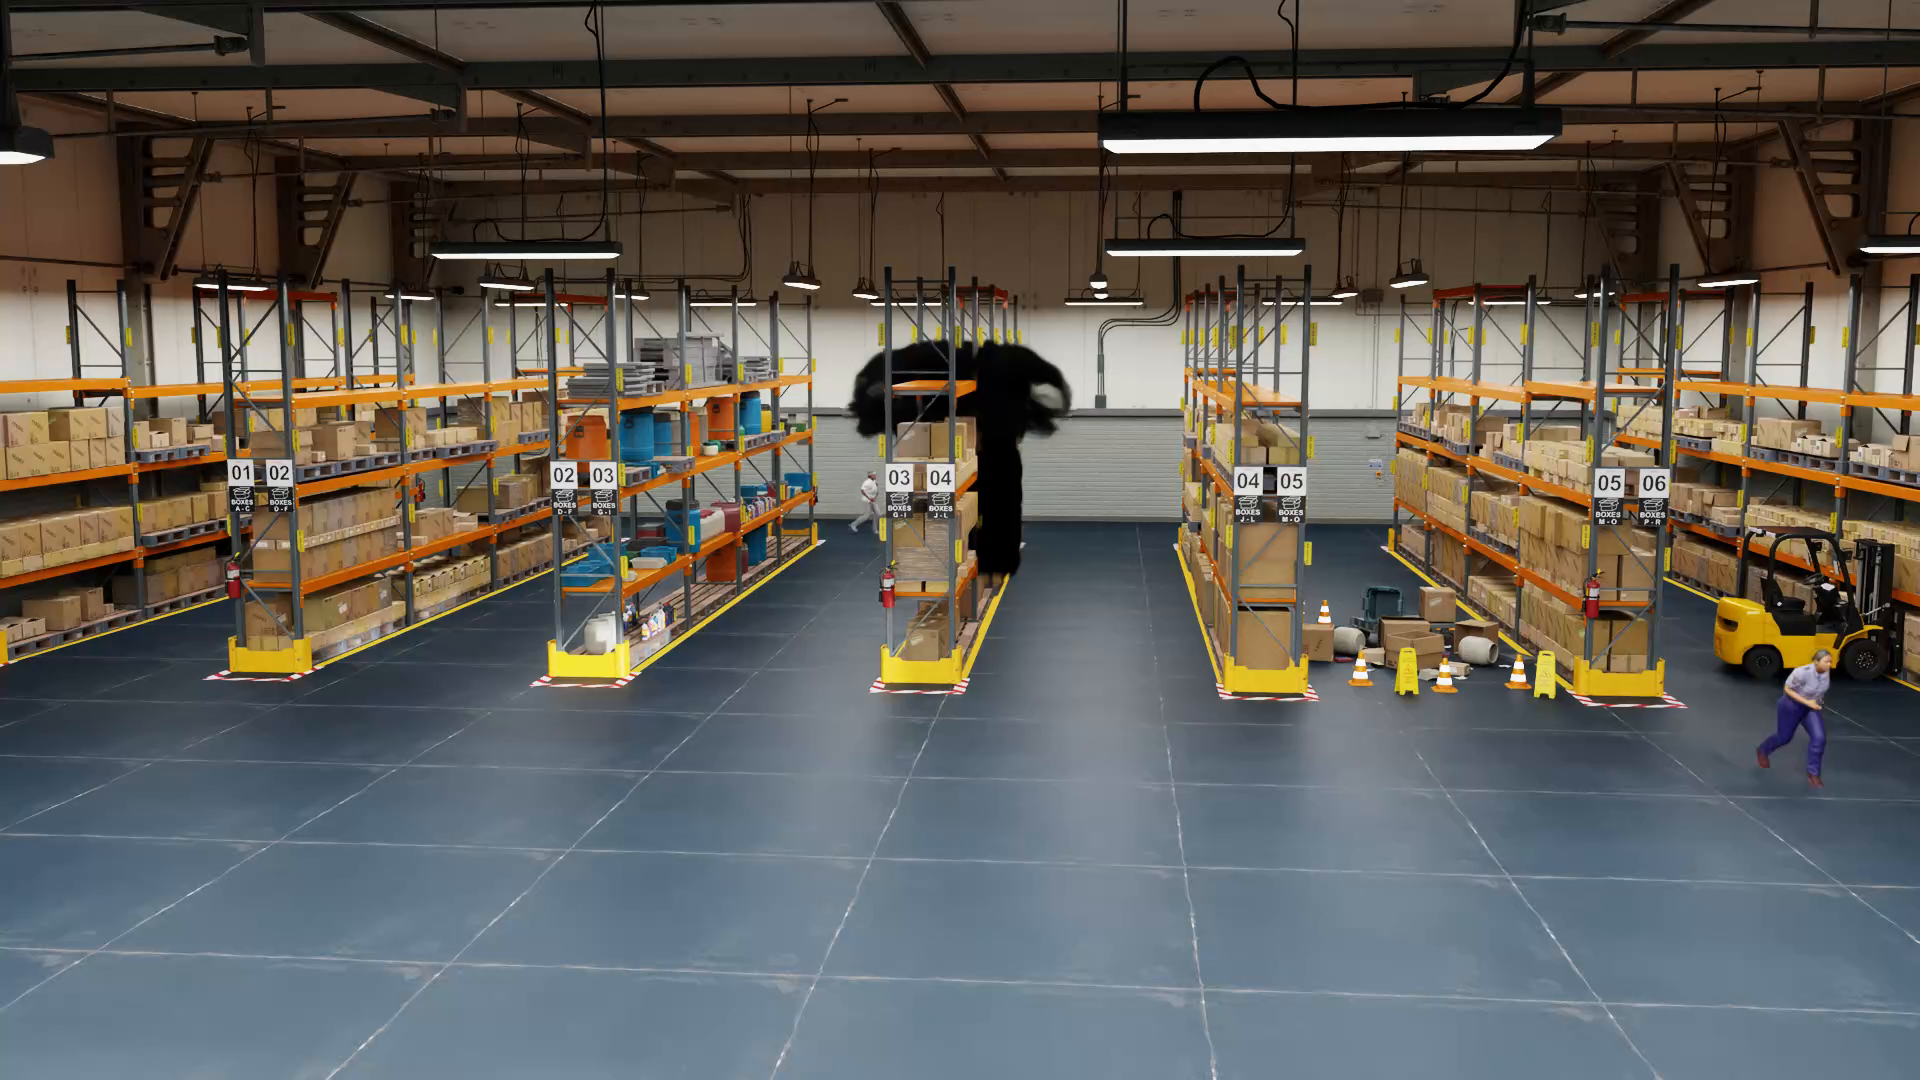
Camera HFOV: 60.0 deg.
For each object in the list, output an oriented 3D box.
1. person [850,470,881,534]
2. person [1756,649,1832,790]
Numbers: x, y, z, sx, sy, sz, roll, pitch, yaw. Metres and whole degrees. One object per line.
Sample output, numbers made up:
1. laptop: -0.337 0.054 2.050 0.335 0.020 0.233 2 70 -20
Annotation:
1. person: -2.401 -0.969 42.678 0.752 1.697 0.636 2 7 15
2. person: 9.494 2.024 18.891 0.648 1.503 0.926 -2 7 -19
